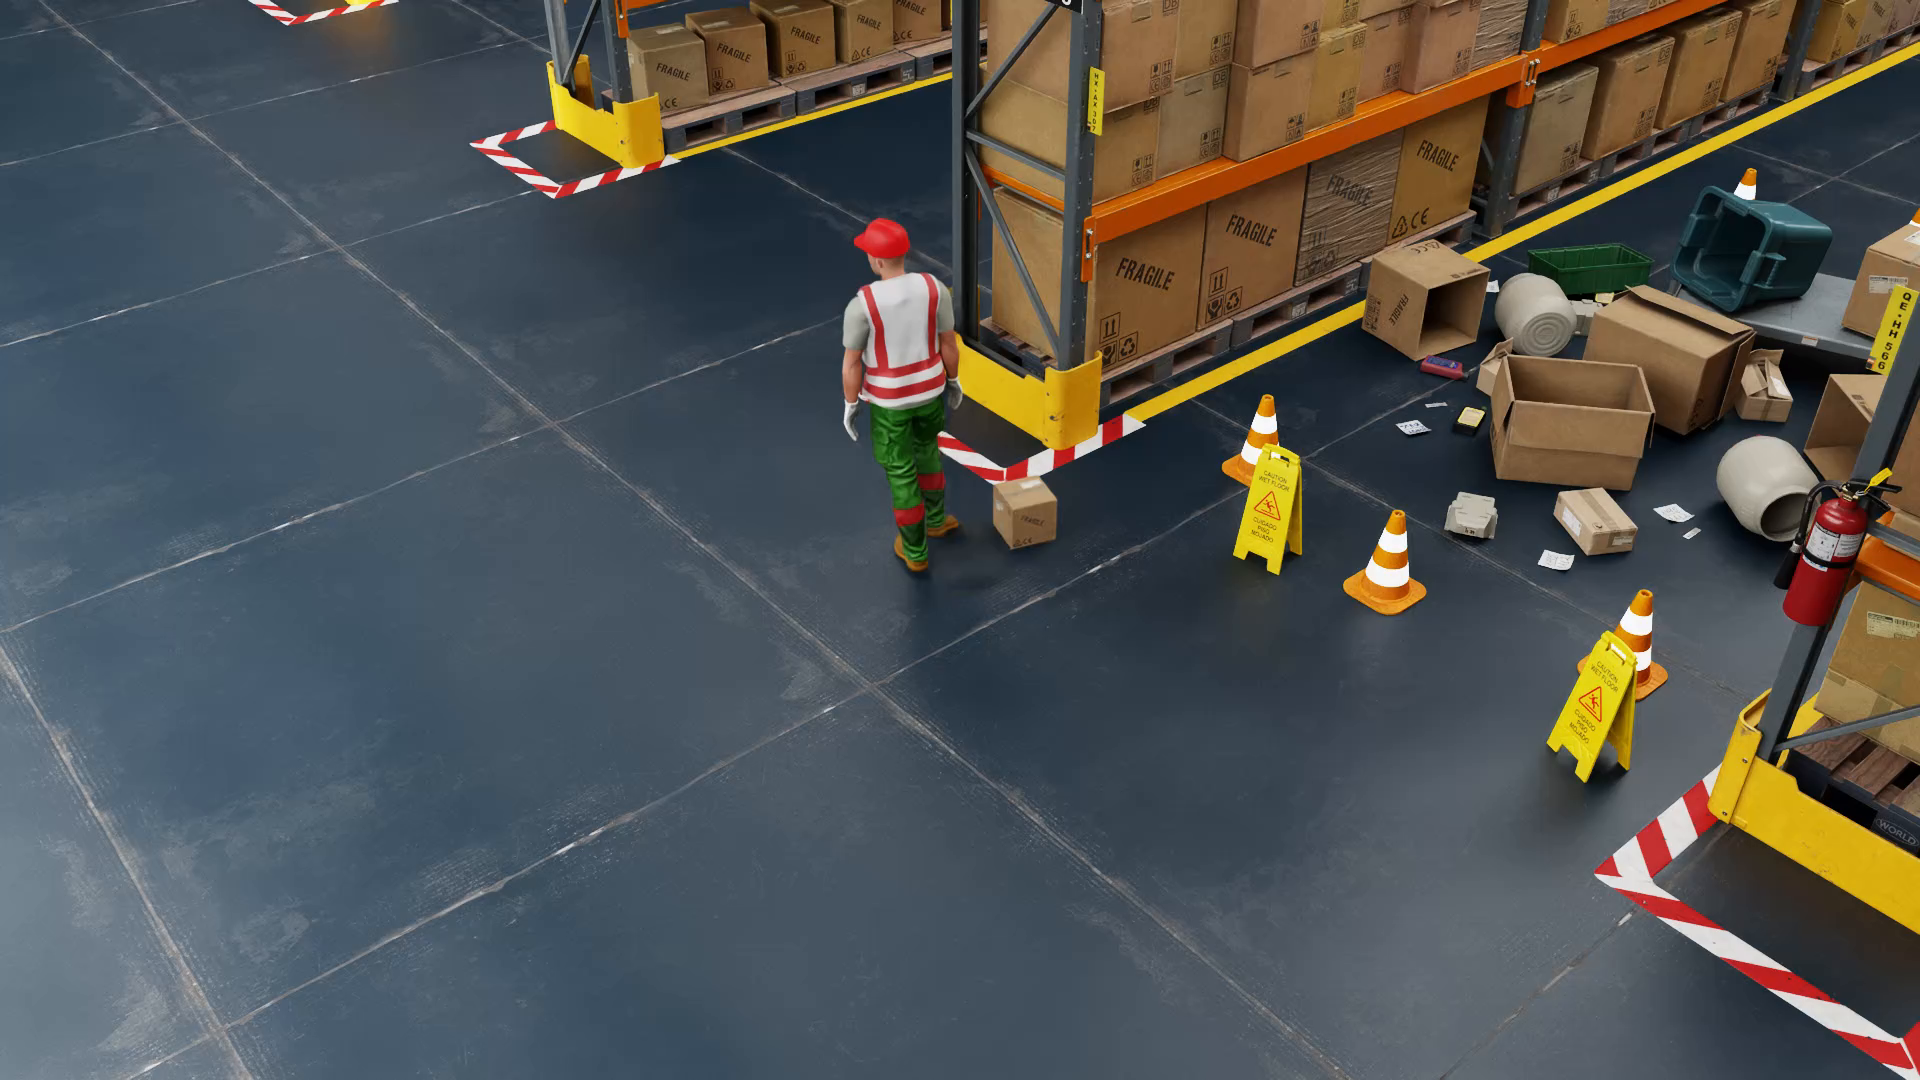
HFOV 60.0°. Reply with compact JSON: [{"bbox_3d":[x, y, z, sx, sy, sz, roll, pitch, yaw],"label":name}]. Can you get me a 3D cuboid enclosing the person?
[{"bbox_3d":[-0.263,-0.676,8.010,0.636,1.807,0.500,-14,38,-19],"label":"person"}]
